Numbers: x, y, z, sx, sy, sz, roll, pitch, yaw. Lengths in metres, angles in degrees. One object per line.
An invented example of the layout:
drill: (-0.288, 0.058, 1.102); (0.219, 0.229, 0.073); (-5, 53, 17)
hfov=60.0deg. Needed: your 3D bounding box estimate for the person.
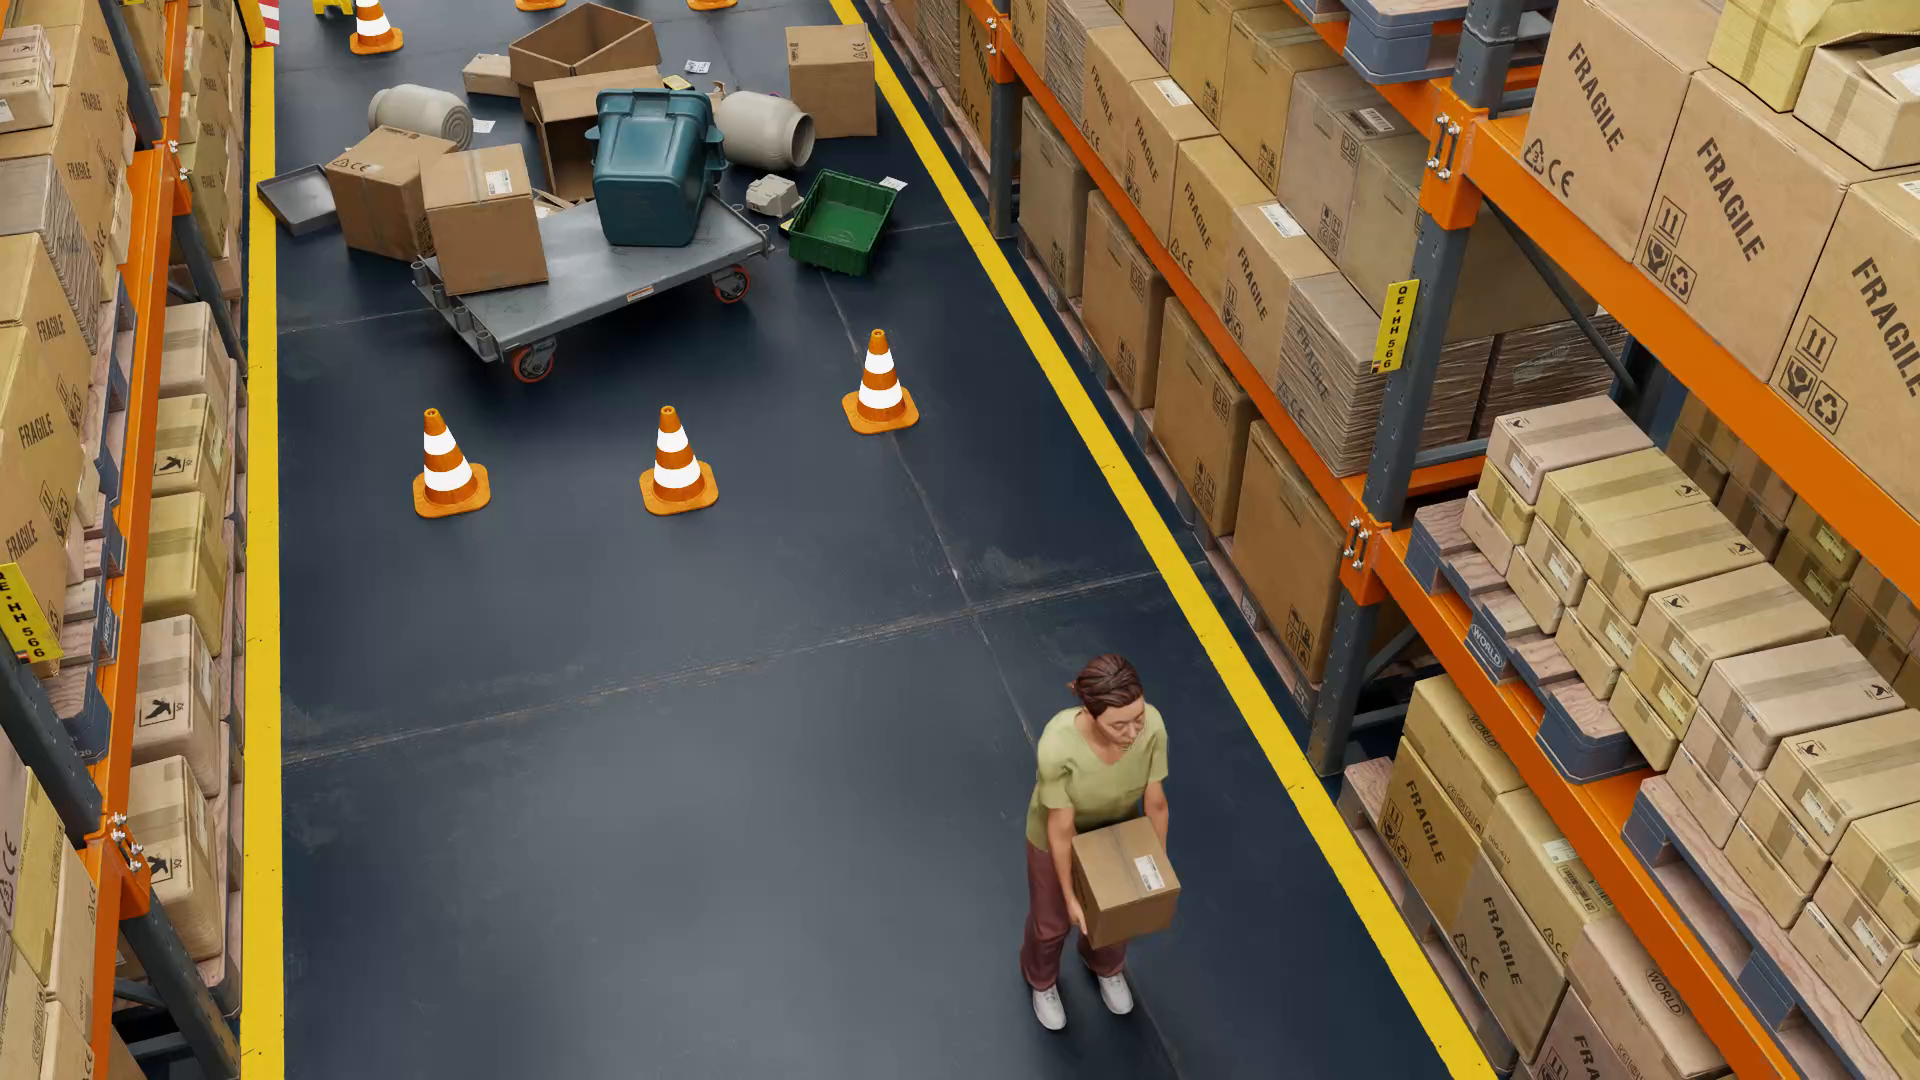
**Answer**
person: (0.426, 0.971, 5.113); (0.409, 1.661, 0.511); (-13, 44, -14)
